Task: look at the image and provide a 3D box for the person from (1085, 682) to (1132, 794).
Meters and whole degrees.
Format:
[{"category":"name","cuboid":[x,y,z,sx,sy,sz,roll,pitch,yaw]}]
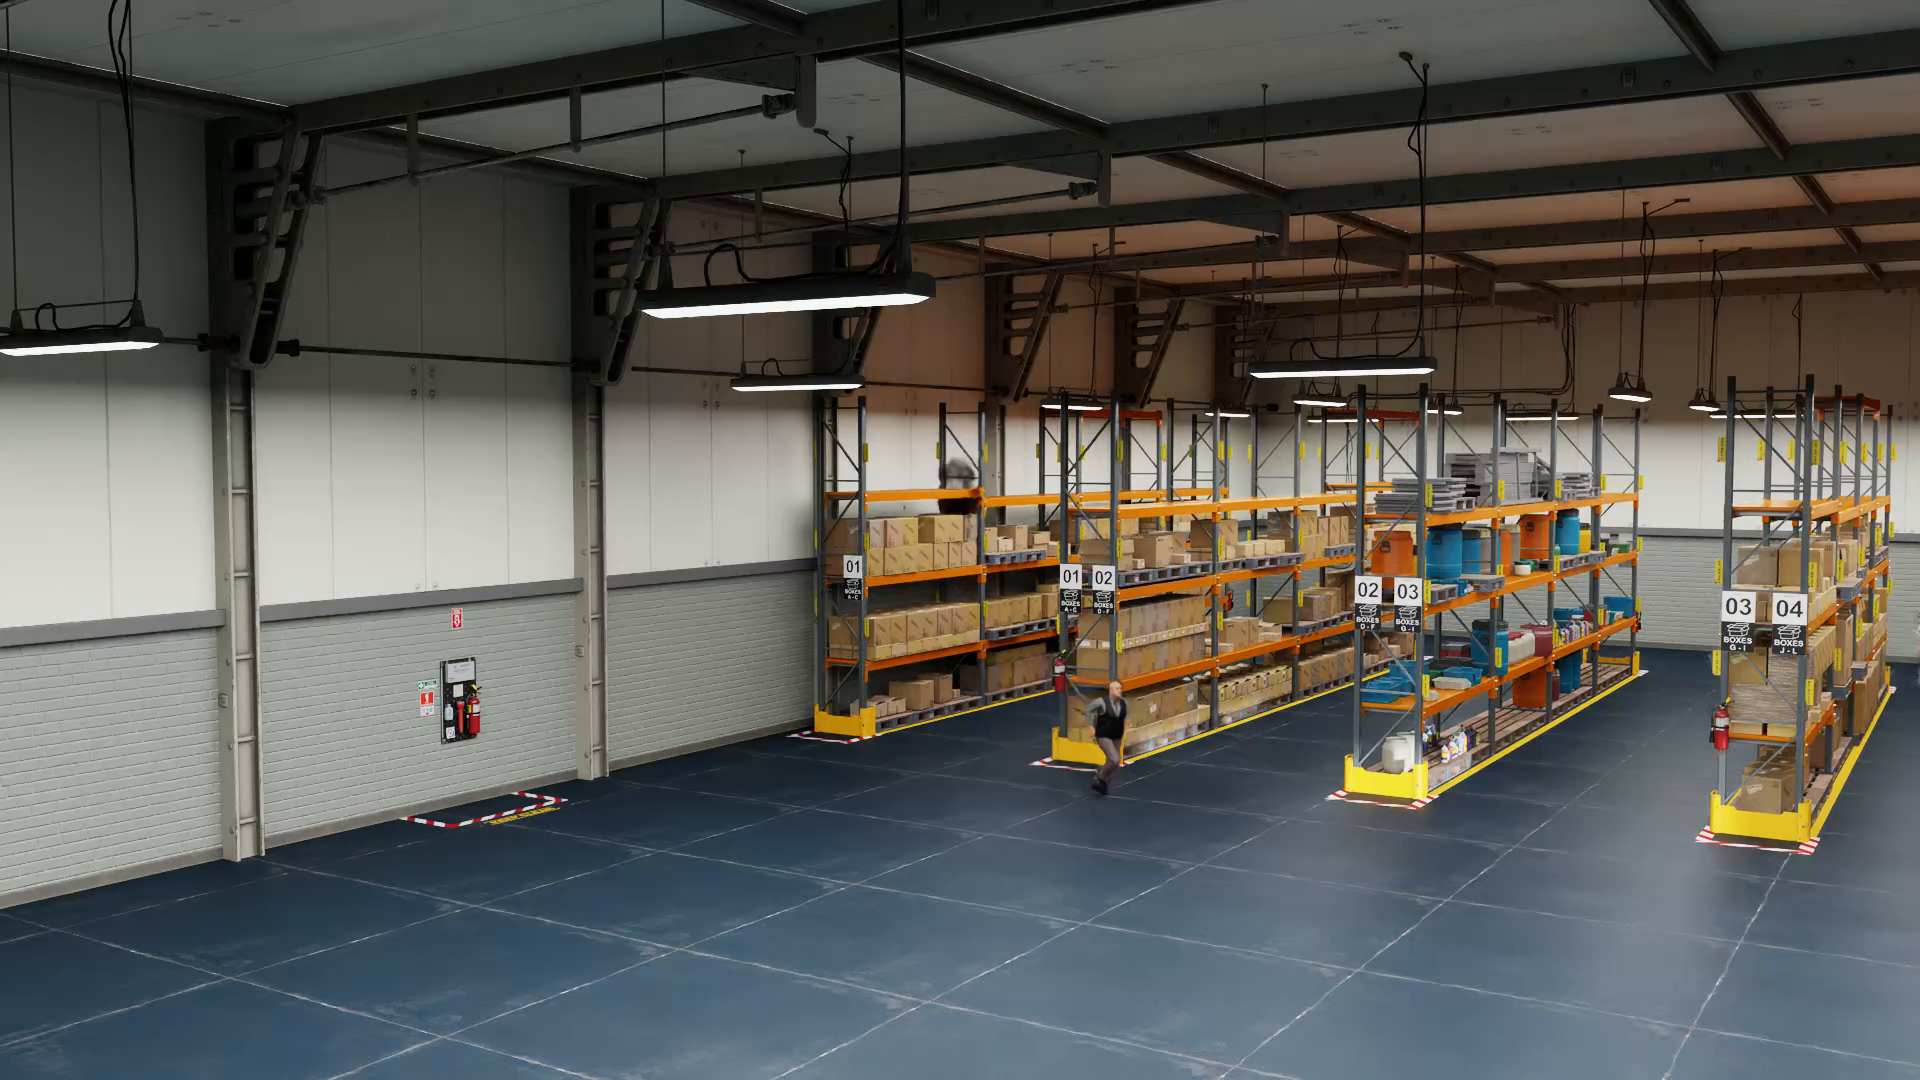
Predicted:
[{"category":"person","cuboid":[2.185,2.873,24.171,0.614,1.652,0.786,-2,4,-36]}]
